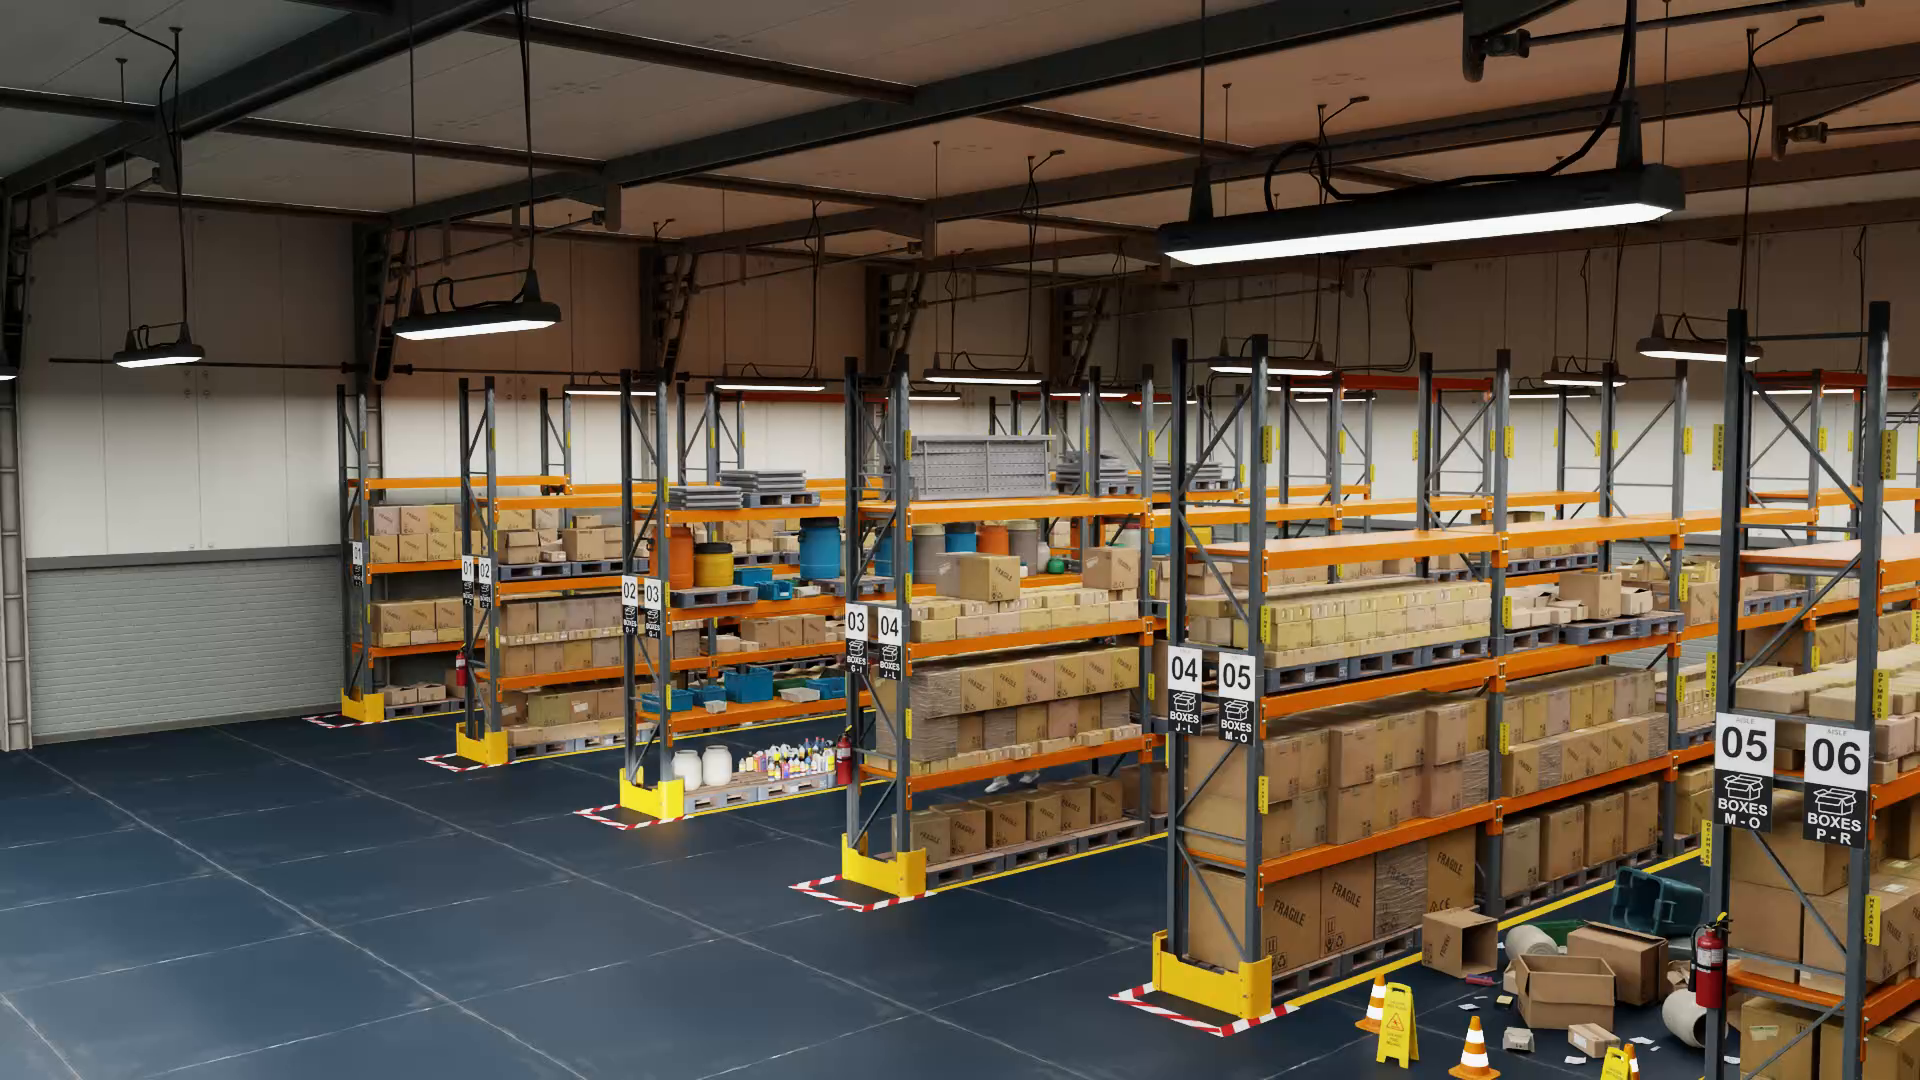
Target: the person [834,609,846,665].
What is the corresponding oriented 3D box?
[{"bbox_3d":[-2.333,2.143,33.350,0.575,1.542,0.730,3,5,35],"label":"person"}]
